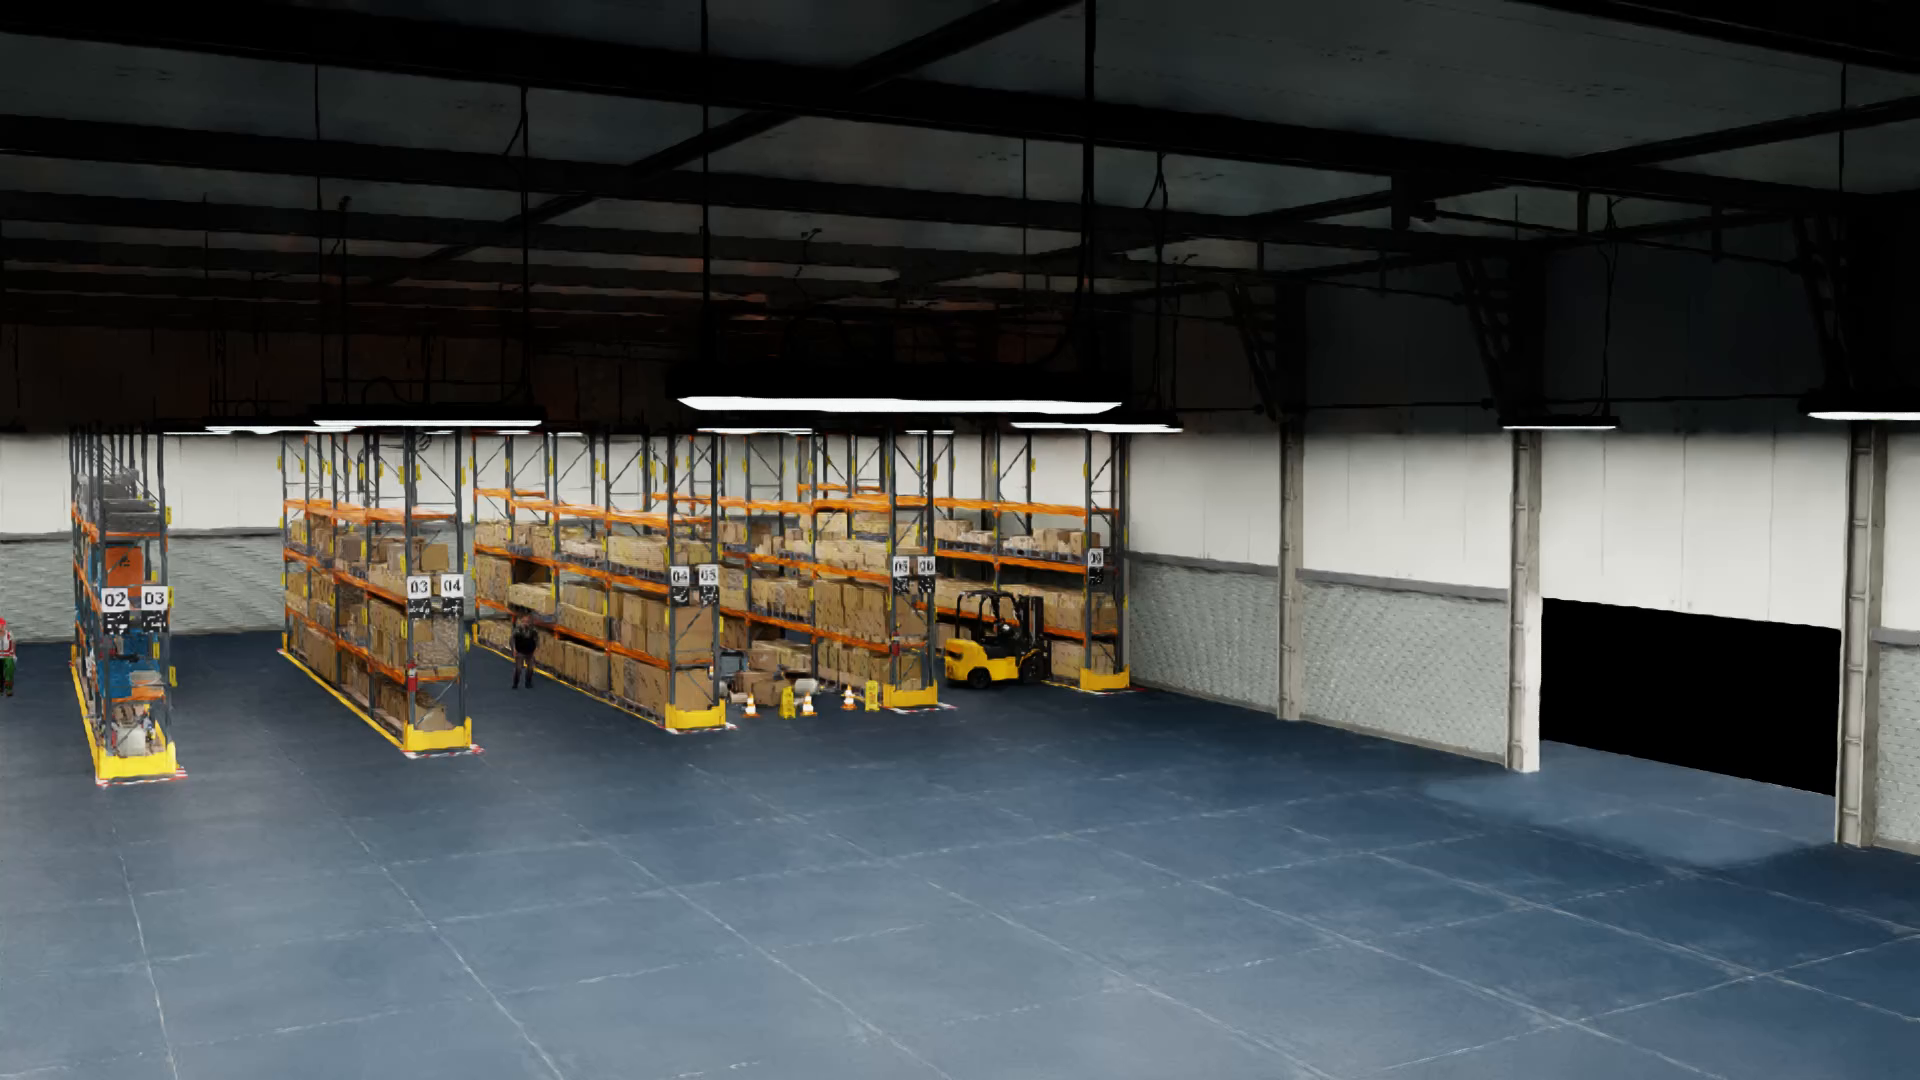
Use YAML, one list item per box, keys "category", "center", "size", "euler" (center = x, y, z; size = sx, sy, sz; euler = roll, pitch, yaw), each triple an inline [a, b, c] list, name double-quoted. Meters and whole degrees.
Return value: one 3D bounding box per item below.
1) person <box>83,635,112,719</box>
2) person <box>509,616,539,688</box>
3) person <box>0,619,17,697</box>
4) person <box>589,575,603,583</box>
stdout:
- category: "person"
  center: [-16.824, 2.677, 32.387]
  size: [0.565, 1.651, 0.637]
  euler: [-1, 4, -19]
- category: "person"
  center: [-9.944, 2.547, 37.980]
  size: [0.677, 1.674, 0.529]
  euler: [-2, 4, -31]
- category: "person"
  center: [-21.164, 2.583, 36.744]
  size: [0.553, 1.709, 1.123]
  euler: [-2, 4, -28]
- category: "person"
  center: [-10.808, 1.773, 49.415]
  size: [0.663, 1.773, 0.456]
  euler: [2, 4, 29]
